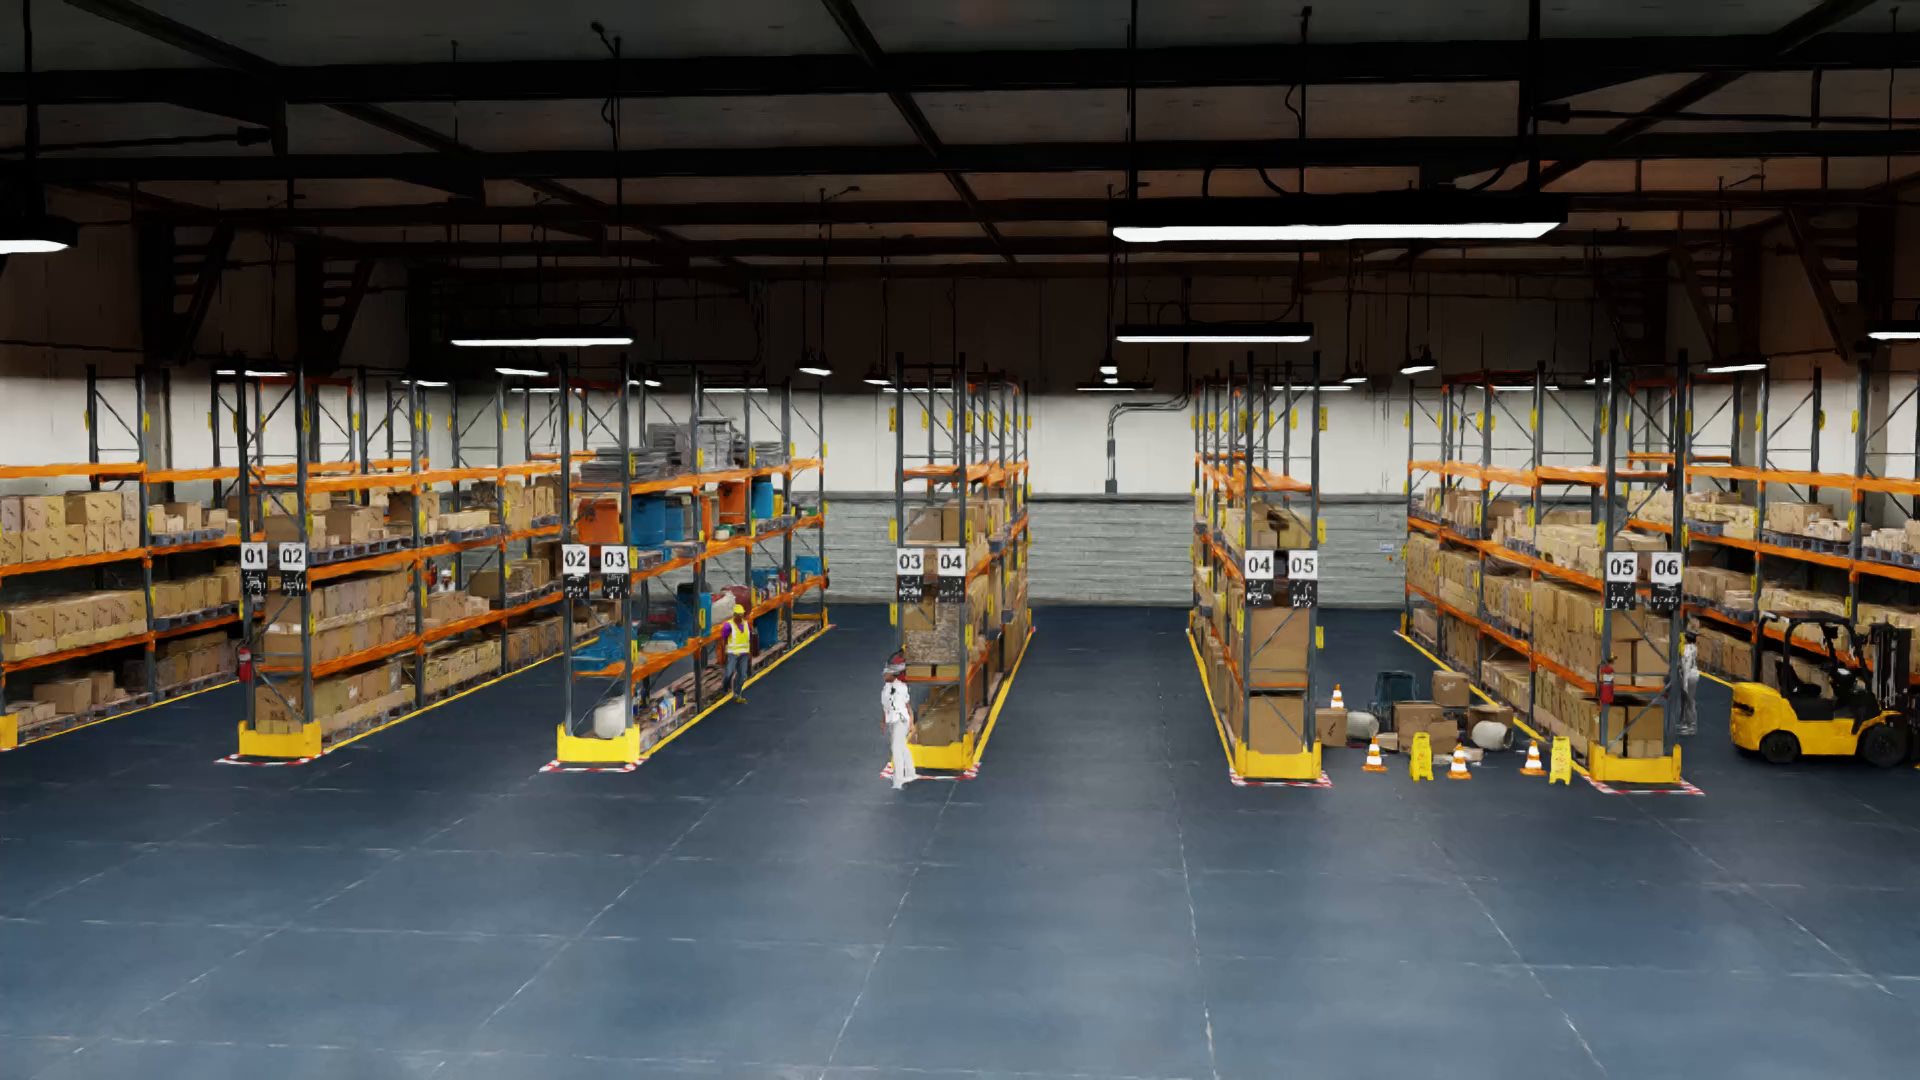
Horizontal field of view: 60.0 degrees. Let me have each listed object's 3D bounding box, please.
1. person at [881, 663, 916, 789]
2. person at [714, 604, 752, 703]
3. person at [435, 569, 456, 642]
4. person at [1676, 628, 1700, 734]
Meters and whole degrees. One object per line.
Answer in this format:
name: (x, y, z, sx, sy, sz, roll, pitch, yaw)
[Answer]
person: (-0.836, 2.549, 22.998, 0.519, 1.708, 0.560, -3, 5, -32)
person: (-4.022, 2.014, 29.535, 0.678, 1.759, 0.467, -3, 5, -36)
person: (-11.438, 1.504, 37.219, 0.677, 1.726, 0.574, 0, 4, 4)
person: (11.656, 2.256, 26.726, 0.463, 1.677, 0.524, 3, 5, 36)
